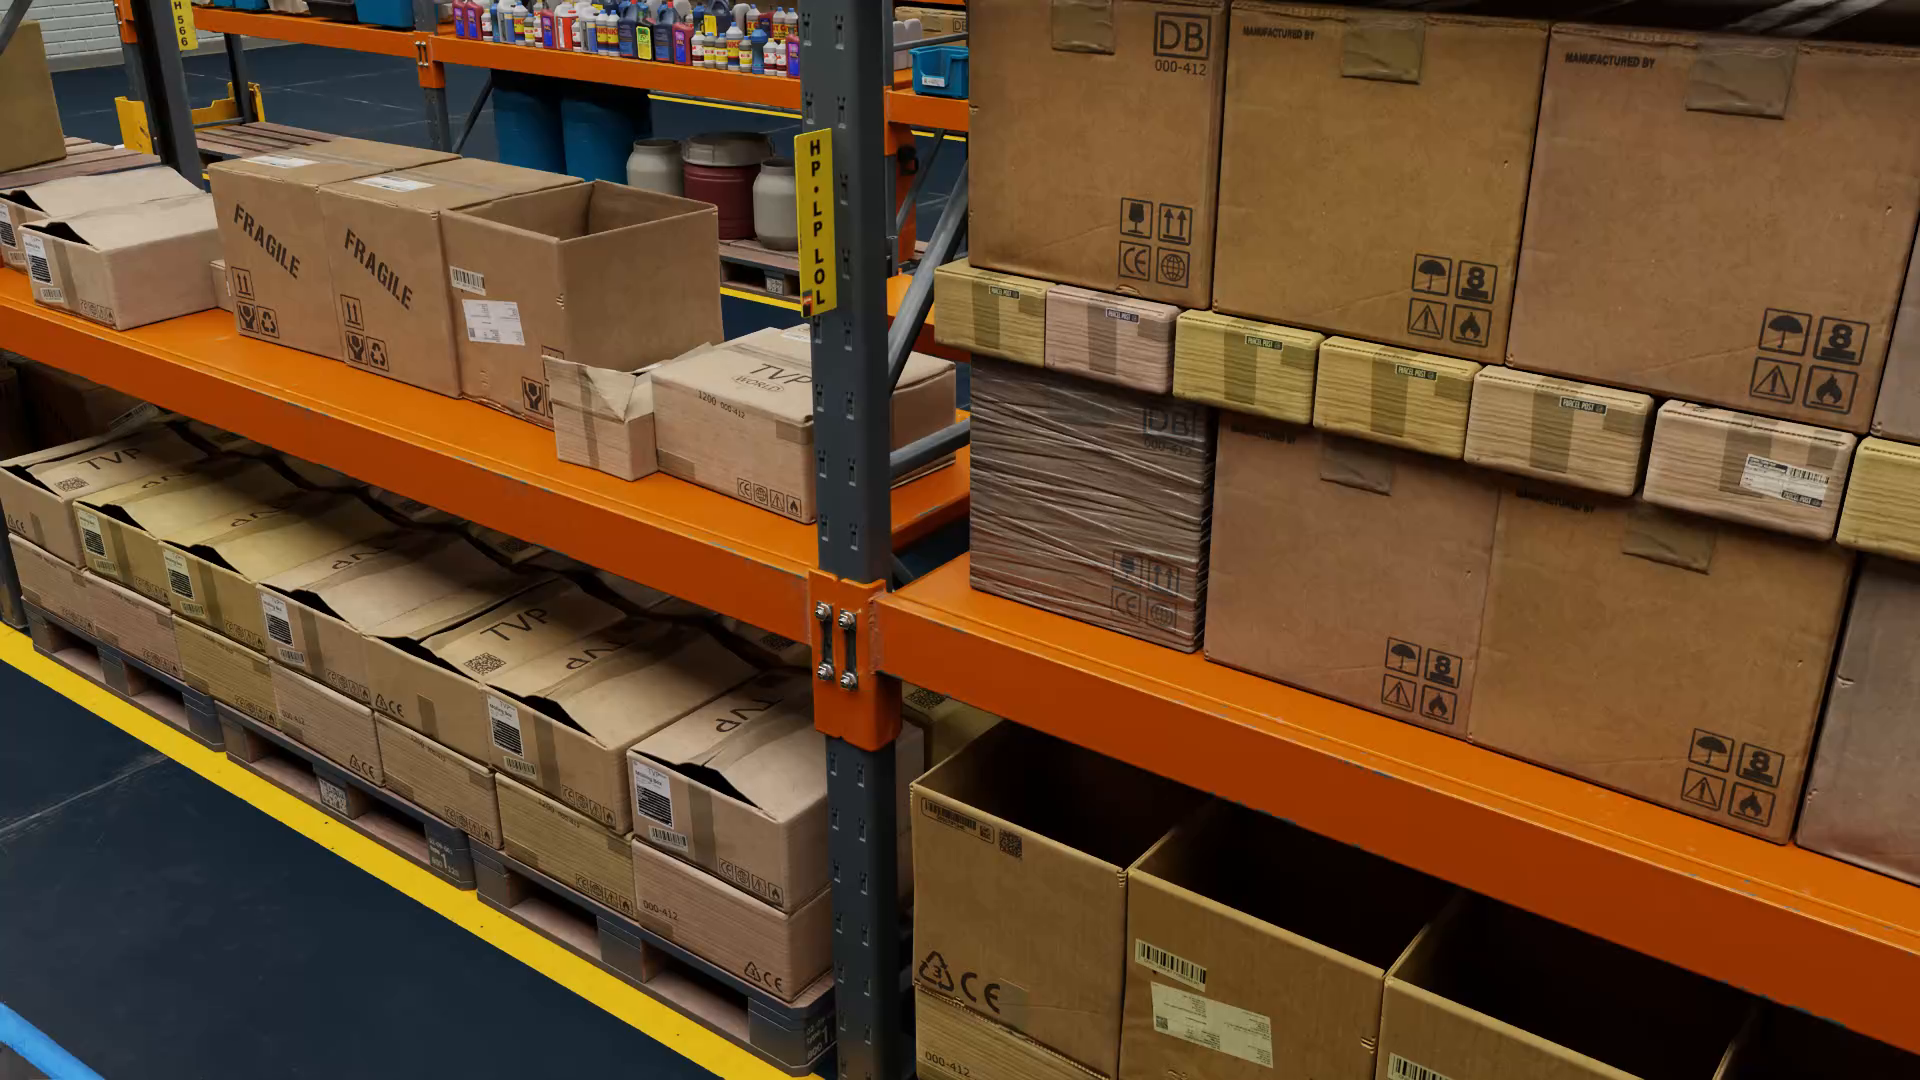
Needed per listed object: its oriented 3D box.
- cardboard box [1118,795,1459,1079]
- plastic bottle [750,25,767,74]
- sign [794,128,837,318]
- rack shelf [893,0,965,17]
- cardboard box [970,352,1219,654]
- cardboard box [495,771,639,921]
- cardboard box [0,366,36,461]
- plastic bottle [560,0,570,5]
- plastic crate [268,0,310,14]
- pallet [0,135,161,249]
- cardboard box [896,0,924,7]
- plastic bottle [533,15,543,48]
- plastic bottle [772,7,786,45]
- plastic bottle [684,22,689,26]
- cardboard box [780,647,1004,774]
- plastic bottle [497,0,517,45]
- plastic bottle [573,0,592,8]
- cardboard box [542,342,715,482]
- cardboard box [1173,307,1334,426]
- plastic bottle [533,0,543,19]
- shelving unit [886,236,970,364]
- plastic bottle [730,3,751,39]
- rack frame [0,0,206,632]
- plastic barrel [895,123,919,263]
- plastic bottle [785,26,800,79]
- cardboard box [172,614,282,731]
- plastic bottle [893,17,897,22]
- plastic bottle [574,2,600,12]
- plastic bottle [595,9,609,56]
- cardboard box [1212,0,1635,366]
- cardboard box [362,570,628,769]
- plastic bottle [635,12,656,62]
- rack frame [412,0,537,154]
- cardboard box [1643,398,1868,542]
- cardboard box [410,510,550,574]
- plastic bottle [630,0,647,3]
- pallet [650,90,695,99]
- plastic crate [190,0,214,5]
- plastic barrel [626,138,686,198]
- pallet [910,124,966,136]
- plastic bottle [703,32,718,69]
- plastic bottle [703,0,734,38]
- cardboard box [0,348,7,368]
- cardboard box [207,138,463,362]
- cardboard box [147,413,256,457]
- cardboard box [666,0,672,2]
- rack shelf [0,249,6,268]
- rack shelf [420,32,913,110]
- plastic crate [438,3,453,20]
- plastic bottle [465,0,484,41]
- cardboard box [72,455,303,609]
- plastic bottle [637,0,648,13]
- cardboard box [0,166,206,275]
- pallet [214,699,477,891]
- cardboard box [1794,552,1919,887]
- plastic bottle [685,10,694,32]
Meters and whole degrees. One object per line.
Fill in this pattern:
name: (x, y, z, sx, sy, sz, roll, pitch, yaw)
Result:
cardboard box: (0.651, 0.806, 3.161, 0.500, 0.500, 0.500, 17, 29, 33)
plastic bottle: (-1.166, -2.851, 9.661, 0.097, 0.271, 0.097, 0, 24, 0)
sign: (-0.255, -0.565, 2.974, 0.005, 0.325, 0.100, 17, 29, 33)
rack shelf: (1.206, -4.566, 14.284, 4.000, 0.370, 1.077, 17, 29, 33)
cardboard box: (0.422, -0.189, 3.335, 0.500, 0.500, 0.700, 16, 28, 32)
cardboard box: (-0.847, 0.688, 4.358, 0.500, 0.250, 0.500, 16, 29, 33)
cardboard box: (-4.027, -0.424, 6.546, 0.500, 0.500, 0.500, 18, 30, 35)
plastic bottle: (-2.747, -3.679, 11.627, 0.097, 0.201, 0.097, 0, 24, 0)
plastic crate: (-4.939, -4.011, 12.387, 0.466, 0.136, 0.293, 17, 29, 33)
pallet: (-3.723, -1.270, 6.149, 1.003, 0.211, 1.213, 17, 29, 33)
cardboard box: (-0.875, -4.784, 16.002, 0.875, 0.875, 0.875, 17, 29, 33)
plastic bottle: (-2.698, -3.282, 10.726, 0.097, 0.201, 0.097, 0, 24, 0)
plastic bottle: (-1.133, -3.224, 10.506, 0.097, 0.271, 0.097, 0, 24, 0)
plastic bottle: (-1.720, -3.088, 10.182, 0.133, 0.283, 0.061, 17, 29, 33)
cardboard box: (-0.119, 0.380, 4.360, 0.500, 0.311, 0.500, 17, 29, 33)
plastic bottle: (-2.930, -3.400, 10.901, 0.135, 0.276, 0.152, 17, 29, 33)
plastic bottle: (-2.520, -3.595, 11.250, 0.185, 0.351, 0.144, 17, 29, 33)
cardboard box: (-0.751, -0.341, 3.970, 0.258, 0.266, 0.396, 16, 28, 32)
cardboard box: (0.570, -0.341, 2.876, 0.250, 0.149, 0.380, 16, 28, 32)
plastic bottle: (-2.916, -3.654, 11.569, 0.097, 0.201, 0.097, 0, 24, 0)
shelving unit: (-0.005, -0.516, 6.527, 1.048, 1.125, 0.538, 17, 29, 33)
plastic bottle: (-1.426, -3.301, 10.675, 0.135, 0.276, 0.152, 17, 29, 33)
rack frame: (-3.138, -1.216, 5.790, 0.127, 3.000, 1.000, 17, 29, 33)
plastic barrel: (-0.566, -2.125, 10.024, 0.708, 0.830, 0.600, 17, 29, 33)
plastic bottle: (-0.929, -2.776, 9.475, 0.133, 0.283, 0.061, 17, 29, 33)
cardboard box: (-2.073, 0.316, 5.201, 0.500, 0.250, 0.500, 16, 28, 32)
plastic bottle: (-0.393, -3.000, 9.999, 0.097, 0.271, 0.097, 0, 24, 0)
plastic bottle: (-2.391, -3.314, 10.705, 0.135, 0.276, 0.152, 17, 29, 33)
plastic bottle: (-2.220, -3.170, 10.384, 0.097, 0.271, 0.097, 0, 24, 0)
cardboard box: (0.827, -0.661, 2.797, 0.500, 0.500, 0.700, 17, 29, 33)
cardboard box: (-1.251, 0.310, 4.520, 0.500, 0.311, 0.500, 17, 29, 33)
plastic bottle: (-1.913, -3.073, 10.150, 0.133, 0.283, 0.061, 17, 29, 33)
rack frame: (-3.365, -3.781, 11.610, 0.127, 3.000, 1.000, 17, 29, 33)
cardboard box: (1.195, -0.154, 2.450, 0.250, 0.149, 0.380, 16, 28, 32)
cardboard box: (-1.350, 0.009, 5.203, 0.500, 0.311, 0.500, 18, 29, 35)
plastic bottle: (-2.160, -3.523, 11.178, 0.135, 0.276, 0.152, 17, 29, 33)
pallet: (-2.909, -4.902, 17.613, 1.213, 0.211, 1.003, 17, 29, 33)
plastic crate: (-5.816, -4.220, 12.861, 0.298, 0.136, 0.250, 17, 29, 33)
plastic barrel: (-1.975, -2.361, 10.952, 0.421, 0.512, 0.421, 0, 24, 0)
pallet: (0.268, -3.940, 15.431, 1.213, 0.211, 1.003, 17, 29, 33)
plastic bottle: (-1.477, -2.913, 9.888, 0.097, 0.201, 0.097, 0, 24, 0)
plastic bottle: (-1.535, -3.293, 10.565, 0.185, 0.351, 0.144, 17, 29, 33)
cardboard box: (-4.075, -0.779, 6.423, 0.500, 0.250, 0.500, 18, 30, 35)
cardboard box: (-1.786, -0.861, 4.861, 0.500, 0.500, 0.500, 15, 28, 31)
cardboard box: (-2.571, -0.359, 6.039, 0.500, 0.311, 0.500, 18, 29, 35)
cardboard box: (-3.035, -5.437, 17.483, 0.875, 0.875, 0.875, 17, 29, 33)
rack shelf: (-4.738, -1.370, 7.032, 4.000, 0.370, 1.077, 17, 29, 33)
rack shelf: (-1.765, -2.968, 10.658, 4.000, 0.370, 1.077, 17, 29, 33)
plastic crate: (-3.652, -3.846, 12.011, 0.243, 0.136, 0.396, 17, 29, 33)
plastic bottle: (-3.221, -3.469, 11.047, 0.133, 0.283, 0.061, 17, 29, 33)
cardboard box: (-2.470, -0.061, 5.362, 0.500, 0.311, 0.500, 16, 28, 32)
plastic bottle: (-2.112, -3.443, 11.004, 0.097, 0.271, 0.097, 0, 24, 0)
cardboard box: (-2.873, -1.073, 5.576, 0.500, 0.311, 0.500, 19, 30, 36)
pallet: (-1.531, 0.567, 5.202, 1.213, 0.211, 1.003, 17, 29, 33)
cardboard box: (1.657, 0.182, 2.492, 0.500, 0.500, 0.700, 18, 29, 35)
plastic bottle: (-1.757, -3.381, 10.949, 0.097, 0.201, 0.097, 0, 24, 0)
